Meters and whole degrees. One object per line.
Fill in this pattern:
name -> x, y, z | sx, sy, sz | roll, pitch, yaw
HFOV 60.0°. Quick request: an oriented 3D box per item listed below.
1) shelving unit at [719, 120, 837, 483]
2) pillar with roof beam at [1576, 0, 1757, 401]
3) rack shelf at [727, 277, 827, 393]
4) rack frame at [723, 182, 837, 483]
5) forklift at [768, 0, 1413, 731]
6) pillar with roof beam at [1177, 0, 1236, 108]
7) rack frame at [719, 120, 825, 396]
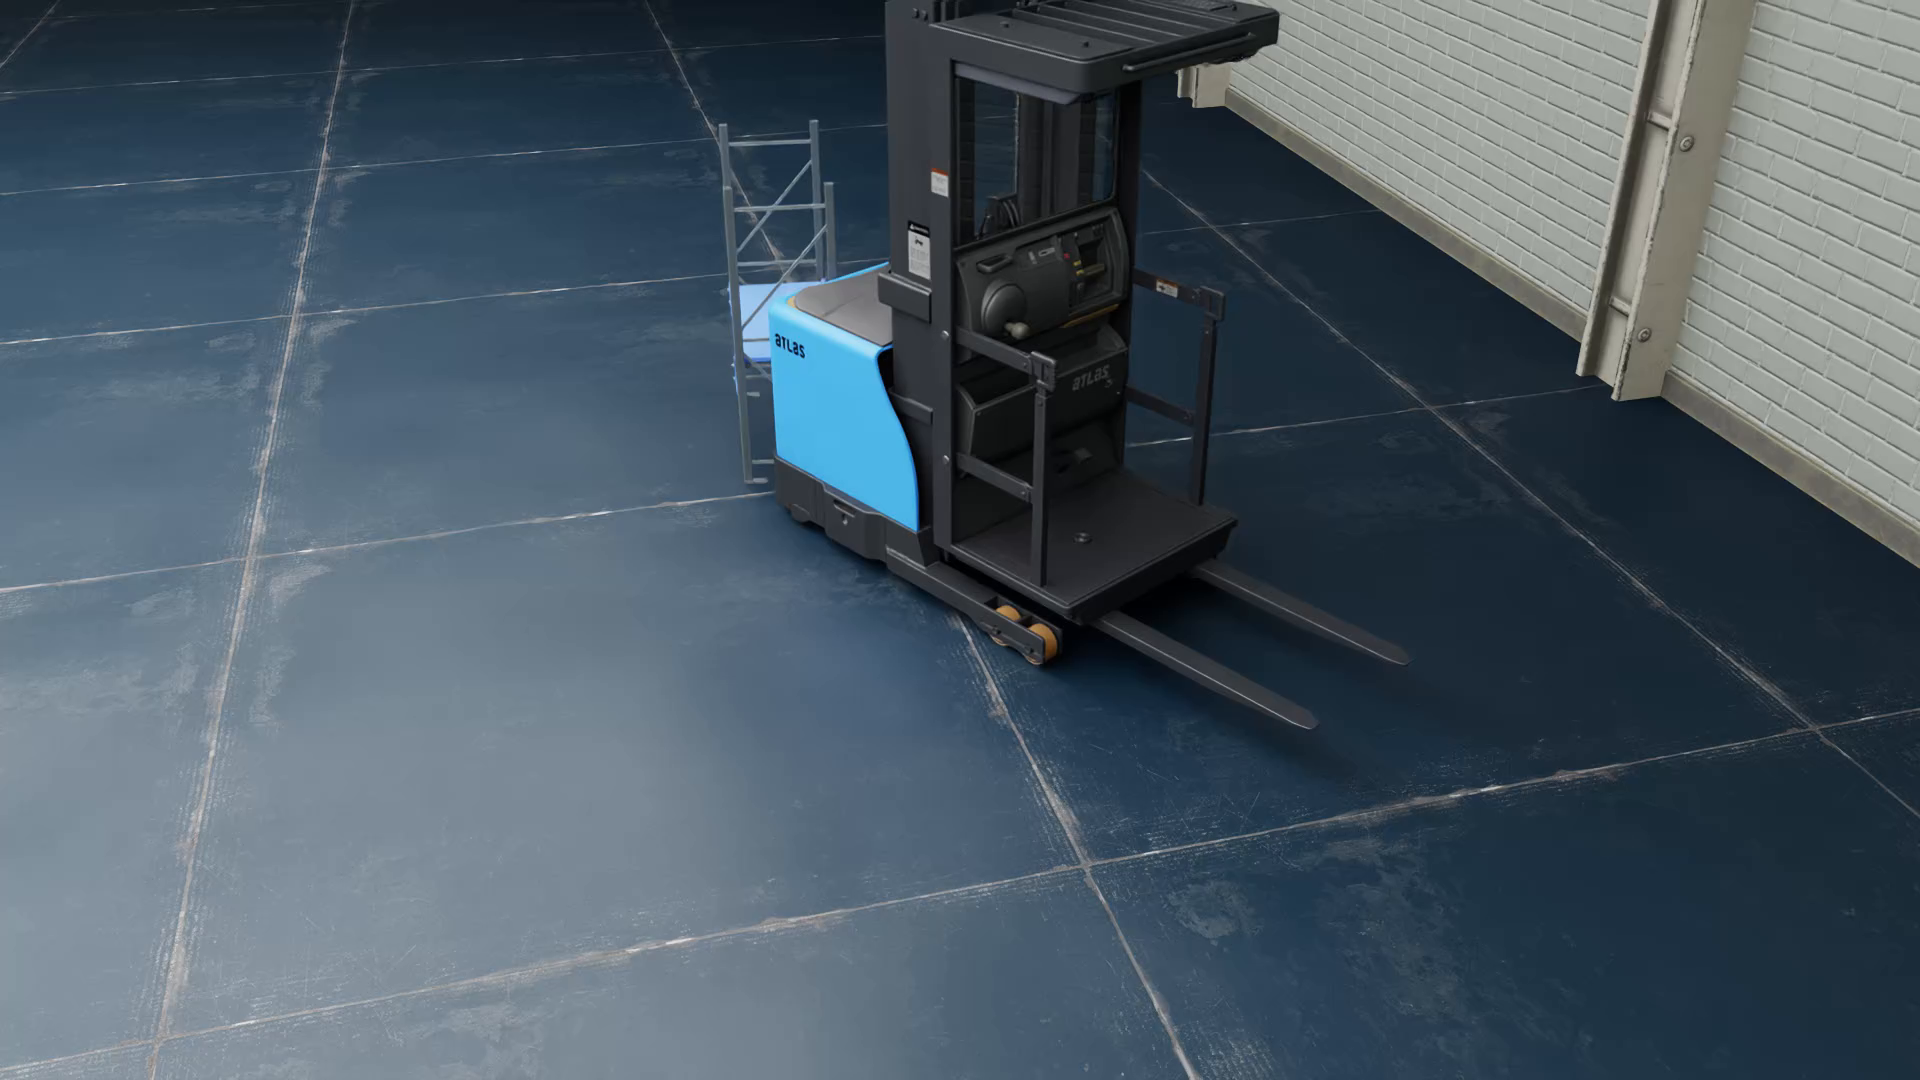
shelving unit -> -0.895, -1.208, 8.339 | 0.538, 1.500, 1.048 | -4, 30, -7
pillar with roof beam -> -0.479, -4.193, 6.011 | 9.100, 9.000, 0.400 | -8, 31, -13
rack shelf -> -0.895, -1.052, 8.429 | 0.538, 0.185, 1.000 | -4, 30, -7
rack frame -> -0.823, -0.955, 7.904 | 0.500, 1.500, 0.032 | -4, 30, -7
forklift -> 0.494, -1.045, 6.630 | 1.130, 2.935, 3.031 | -25, 38, -36
pillar with roof beam -> -2.071, -7.091, 11.018 | 9.100, 9.000, 0.400 | -8, 31, -13
rack frame -> -0.967, -1.460, 8.775 | 0.500, 1.500, 0.032 | -4, 30, -7
